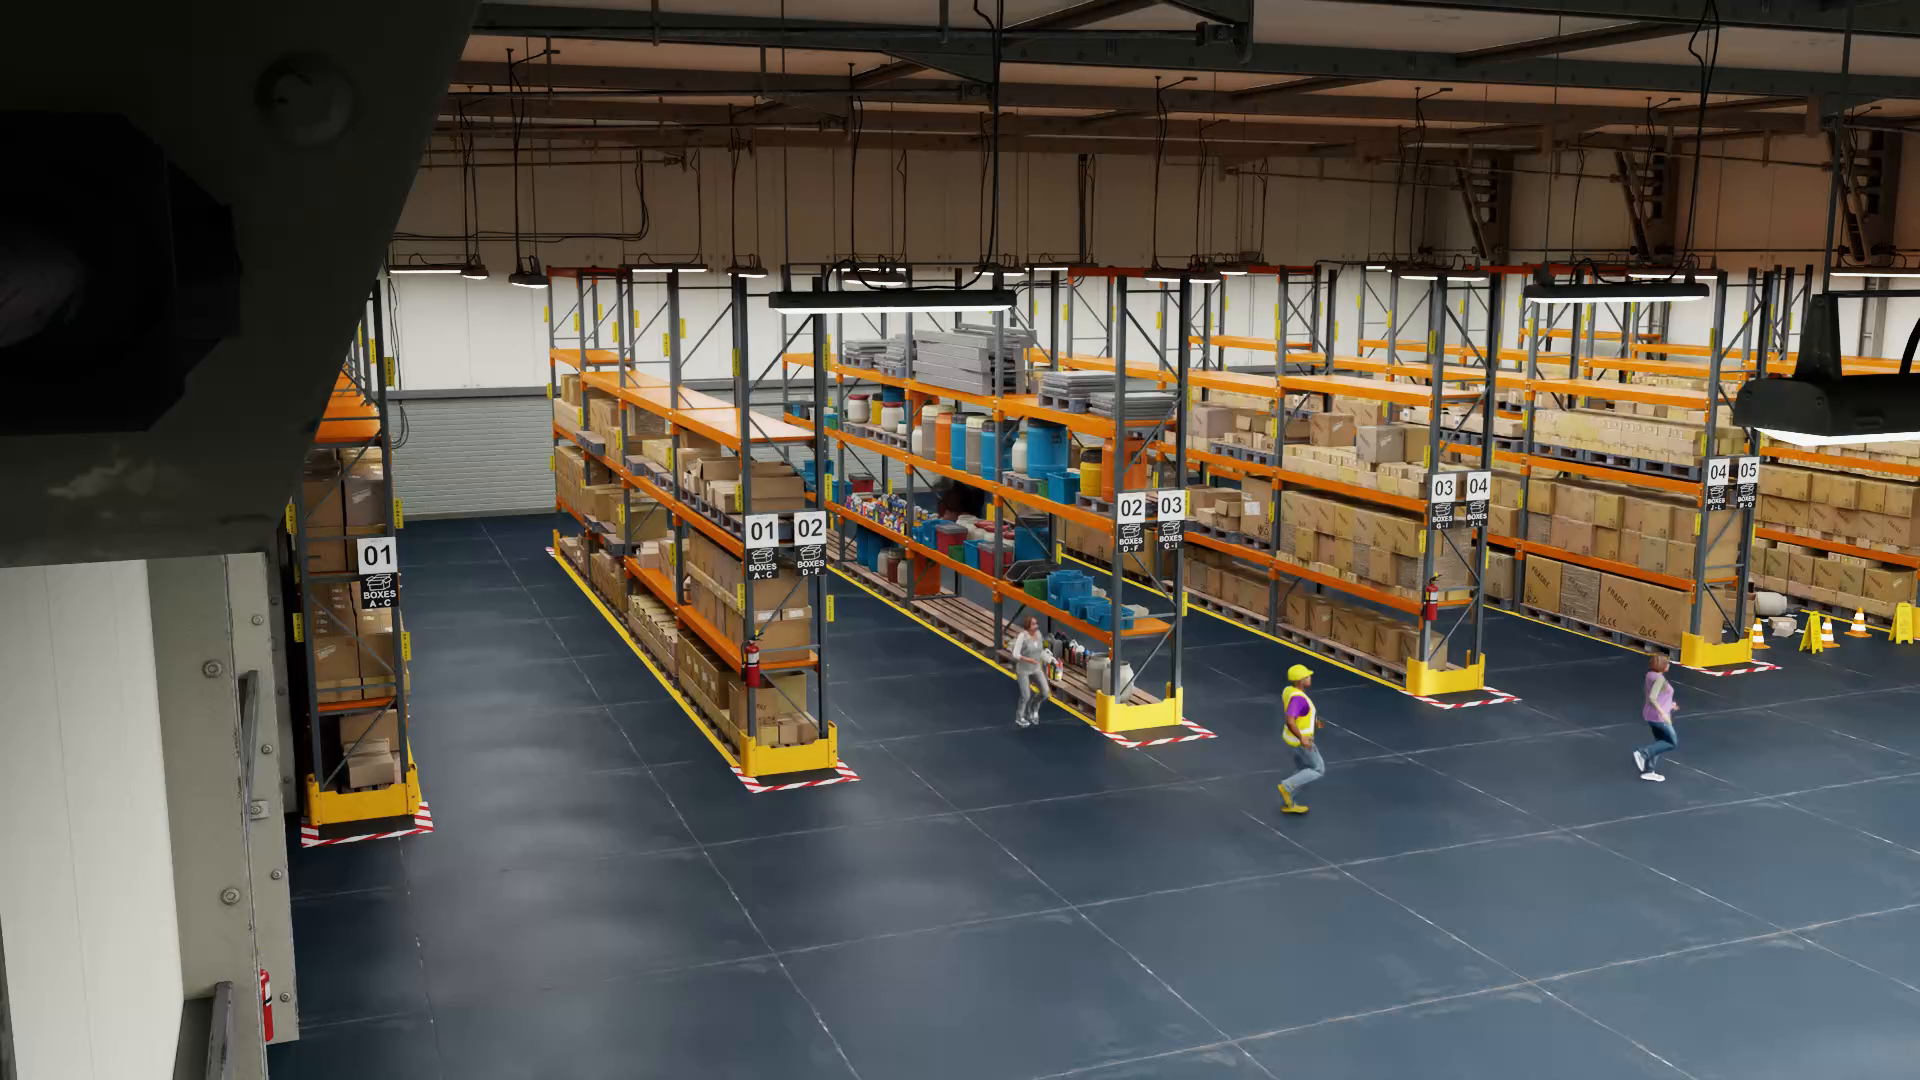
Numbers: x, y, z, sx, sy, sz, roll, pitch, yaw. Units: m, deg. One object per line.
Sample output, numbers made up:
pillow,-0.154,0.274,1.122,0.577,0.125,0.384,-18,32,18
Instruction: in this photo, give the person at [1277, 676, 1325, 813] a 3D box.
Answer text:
person,3.860,2.268,18.789,0.576,1.682,0.698,0,10,-2

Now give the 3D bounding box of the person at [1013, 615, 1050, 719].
person,0.944,1.721,22.099,0.559,1.449,0.648,-6,12,-31

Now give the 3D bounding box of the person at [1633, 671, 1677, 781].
person,8.353,2.243,20.001,0.508,1.332,0.347,1,10,6
